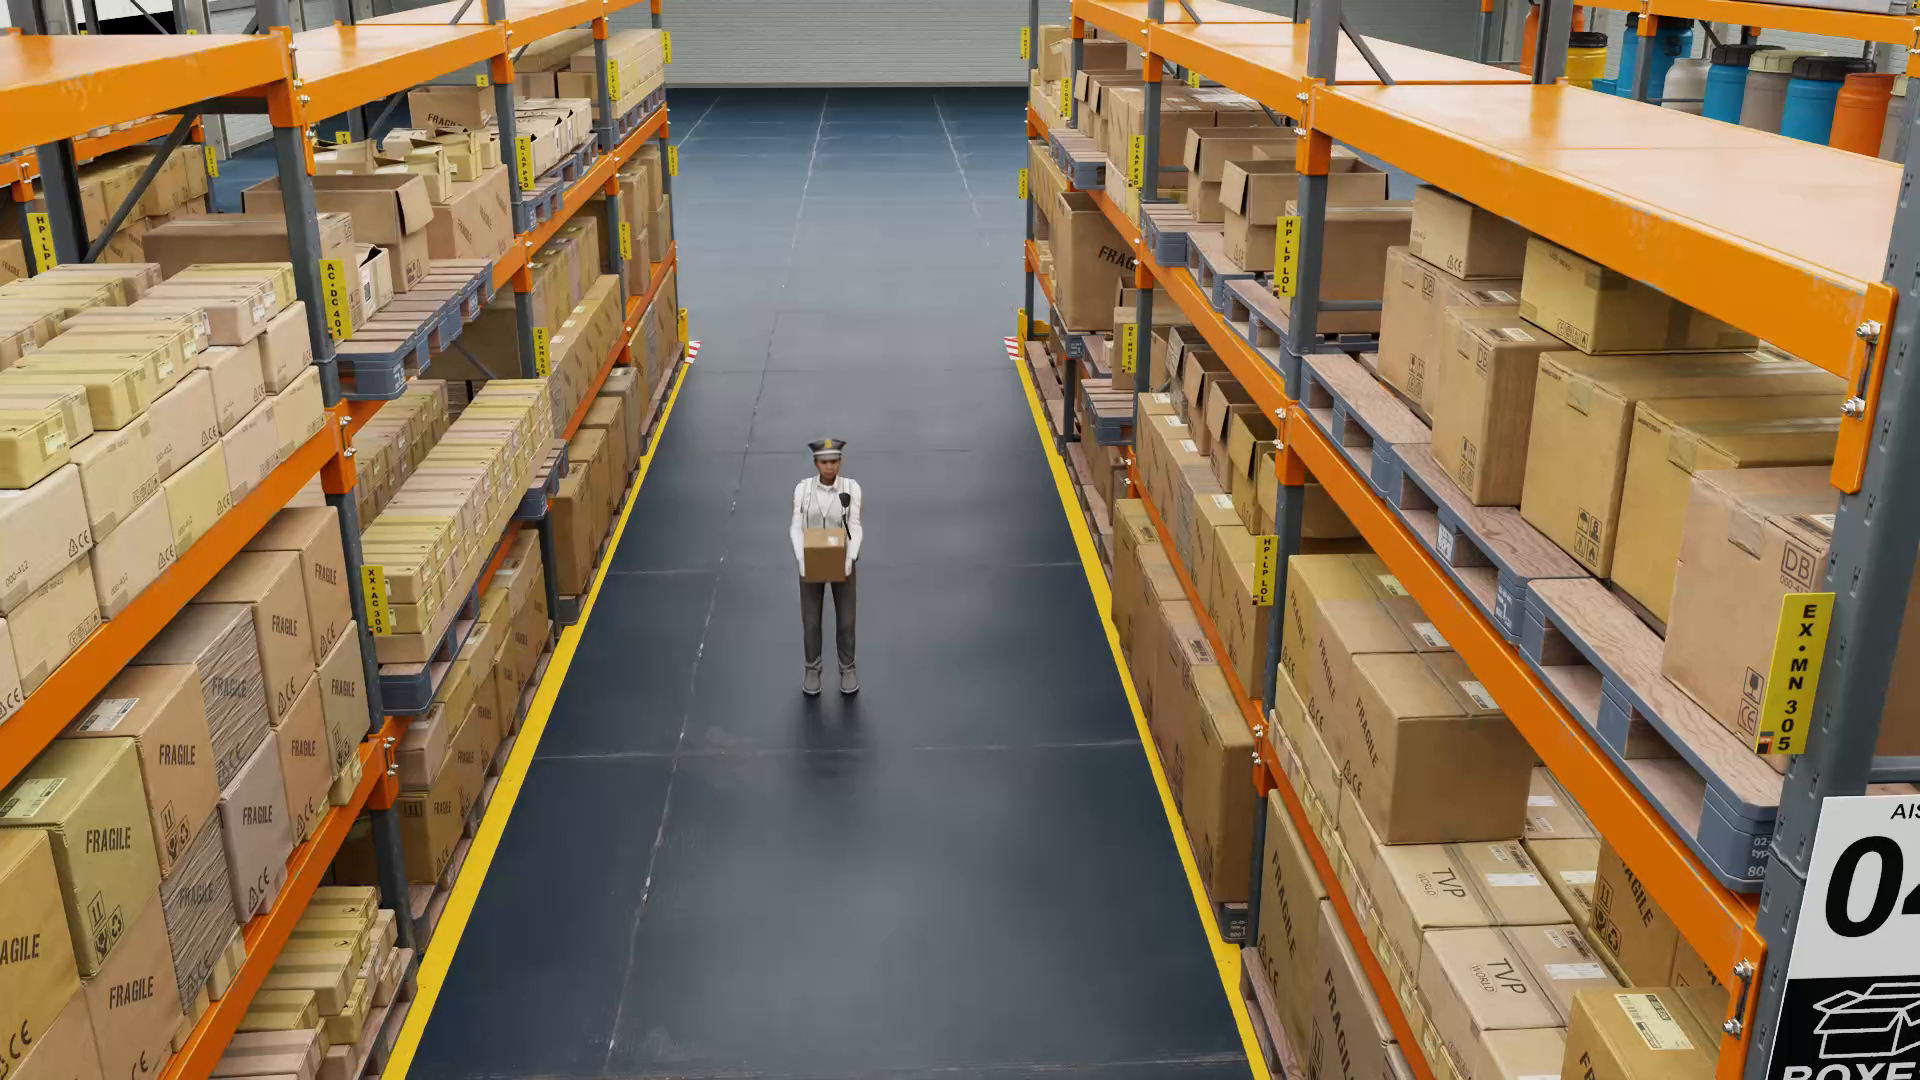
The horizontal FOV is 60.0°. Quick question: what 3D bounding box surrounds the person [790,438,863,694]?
[{"bbox_3d":[-0.842,0.179,10.563,0.459,1.686,0.556,-1,21,-2],"label":"person"}]
